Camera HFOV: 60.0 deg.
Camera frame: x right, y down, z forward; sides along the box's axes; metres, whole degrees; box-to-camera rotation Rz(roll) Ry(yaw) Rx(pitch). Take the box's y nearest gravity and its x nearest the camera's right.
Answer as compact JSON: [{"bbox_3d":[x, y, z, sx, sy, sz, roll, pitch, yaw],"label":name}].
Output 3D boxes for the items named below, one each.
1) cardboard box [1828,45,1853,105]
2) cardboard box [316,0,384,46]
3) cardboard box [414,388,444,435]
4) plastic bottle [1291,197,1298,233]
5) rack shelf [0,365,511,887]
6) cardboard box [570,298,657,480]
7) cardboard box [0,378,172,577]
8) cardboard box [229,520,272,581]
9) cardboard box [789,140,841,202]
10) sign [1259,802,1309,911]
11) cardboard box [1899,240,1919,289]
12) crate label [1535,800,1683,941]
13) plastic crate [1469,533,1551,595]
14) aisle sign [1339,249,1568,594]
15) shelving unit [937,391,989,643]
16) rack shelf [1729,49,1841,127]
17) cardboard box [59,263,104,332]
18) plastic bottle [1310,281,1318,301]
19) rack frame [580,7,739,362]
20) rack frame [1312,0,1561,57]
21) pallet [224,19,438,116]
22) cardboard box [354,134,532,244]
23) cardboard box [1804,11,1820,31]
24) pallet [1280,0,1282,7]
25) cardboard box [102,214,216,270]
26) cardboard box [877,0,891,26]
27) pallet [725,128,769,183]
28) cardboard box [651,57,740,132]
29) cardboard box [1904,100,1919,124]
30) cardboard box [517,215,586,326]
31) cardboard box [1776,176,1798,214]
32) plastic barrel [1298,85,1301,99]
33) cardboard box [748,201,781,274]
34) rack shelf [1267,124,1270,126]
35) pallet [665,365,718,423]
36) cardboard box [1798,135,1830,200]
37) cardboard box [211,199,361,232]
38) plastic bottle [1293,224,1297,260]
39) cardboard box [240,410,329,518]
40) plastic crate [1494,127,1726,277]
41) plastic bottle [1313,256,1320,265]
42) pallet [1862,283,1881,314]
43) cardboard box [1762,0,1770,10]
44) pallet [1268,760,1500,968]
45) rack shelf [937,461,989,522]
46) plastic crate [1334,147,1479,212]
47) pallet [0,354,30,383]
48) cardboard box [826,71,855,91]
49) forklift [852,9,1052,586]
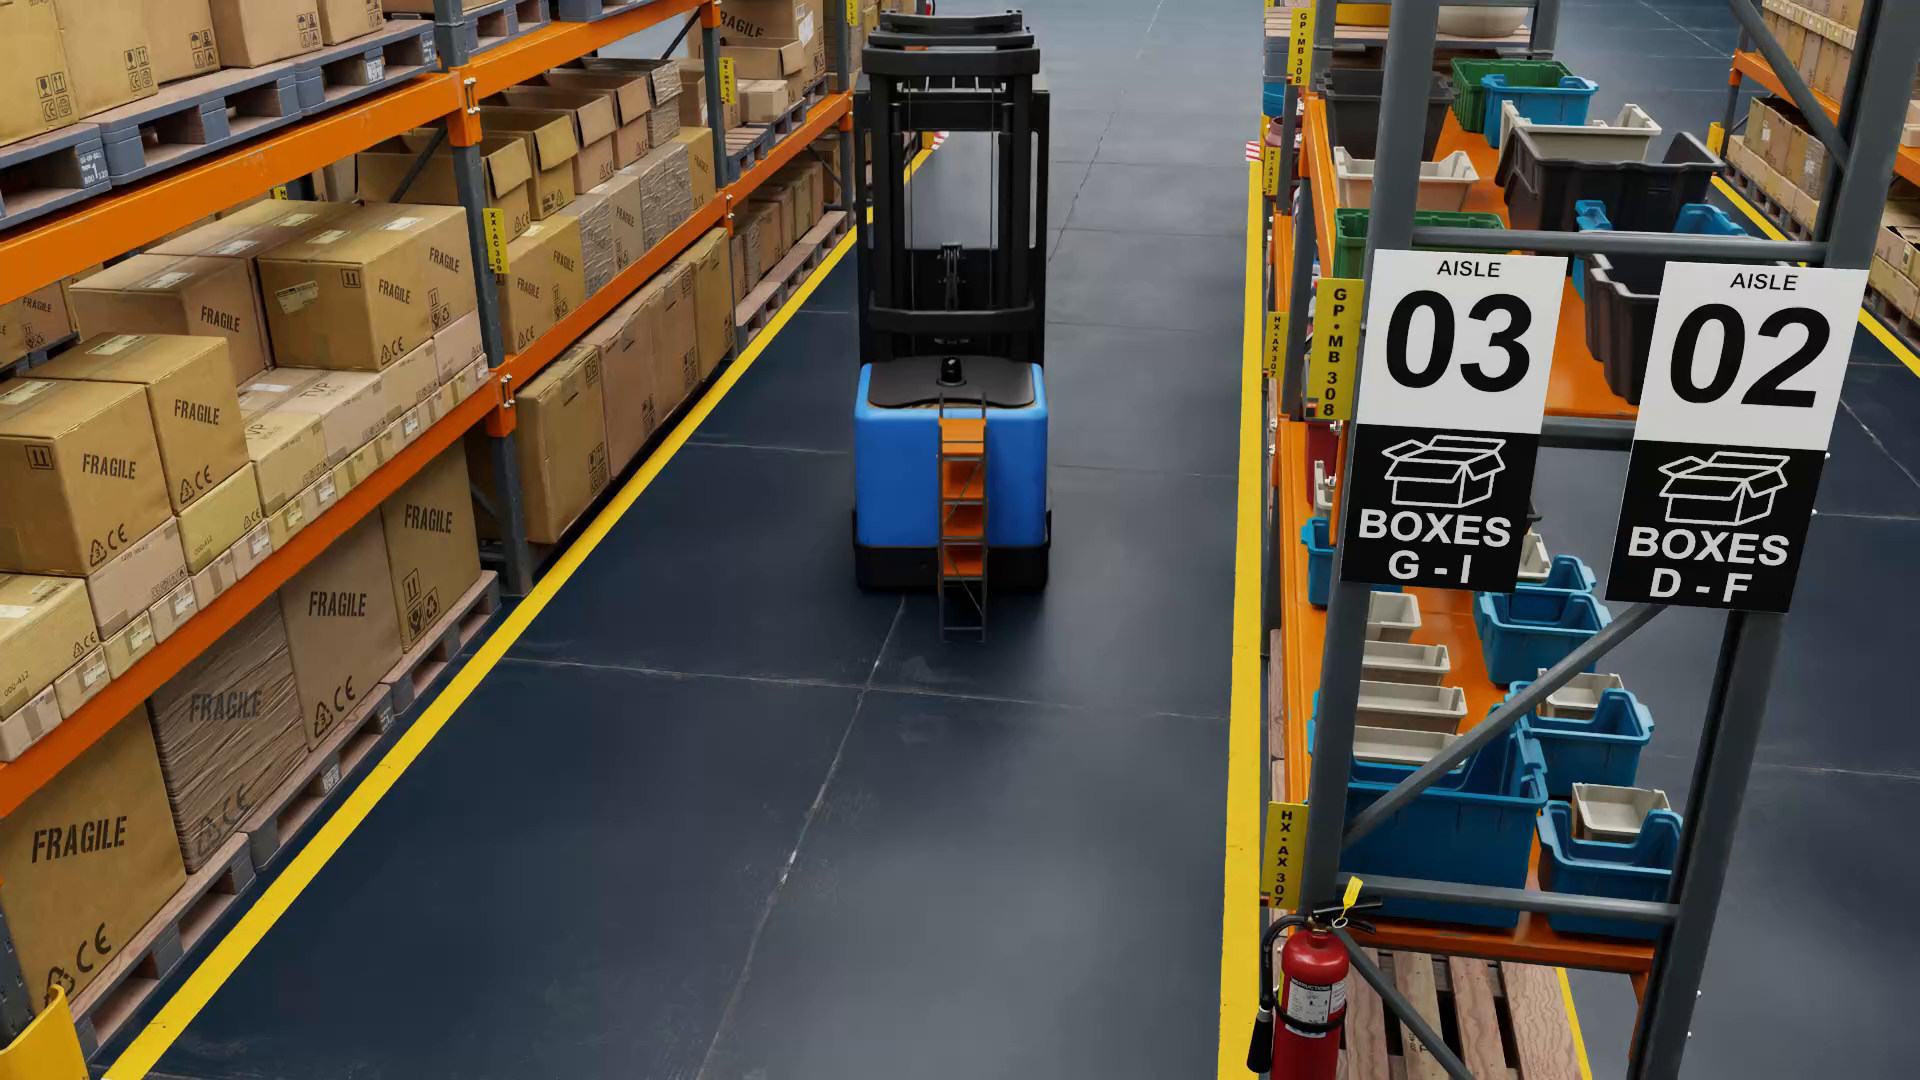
[{"bbox_3d":[8.371,-4.206,15.079,0.700,0.500,0.500,4,25,8],"label":"cardboard box"},{"bbox_3d":[-2.923,-2.404,7.077,0.700,0.500,0.500,3,25,5],"label":"cardboard box"},{"bbox_3d":[-2.665,-0.617,7.825,0.380,0.149,0.250,4,25,8],"label":"cardboard box"},{"bbox_3d":[2.250,-2.162,10.982,0.097,0.271,0.097,0,25,0],"label":"plastic bottle"},{"bbox_3d":[-3.182,0.067,6.918,1.077,0.370,4.000,4,25,9],"label":"rack shelf"},{"bbox_3d":[-2.625,-0.966,10.287,1.225,0.875,0.875,3,25,7],"label":"cardboard box"},{"bbox_3d":[-3.082,-0.220,5.624,0.500,0.500,0.500,3,25,7],"label":"cardboard box"},{"bbox_3d":[-2.917,0.027,6.449,0.380,0.149,0.250,4,25,8],"label":"cardboard box"},{"bbox_3d":[-1.442,-3.664,16.493,0.500,0.500,0.500,3,25,7],"label":"cardboard box"},{"bbox_3d":[0.833,0.815,4.278,0.100,0.325,0.005,4,25,9],"label":"sign"},{"bbox_3d":[7.662,-2.154,12.900,0.500,0.311,0.500,5,25,10],"label":"cardboard box"},{"bbox_3d":[1.743,0.889,4.440,0.416,0.233,0.303,4,25,9],"label":"crate label"},{"bbox_3d":[2.044,0.089,6.262,0.293,0.136,0.466,4,25,9],"label":"plastic crate"},{"bbox_3d":[1.077,-0.247,3.673,0.394,0.787,0.004,4,25,9],"label":"aisle sign"},{"bbox_3d":[0.013,-0.115,8.581,0.258,1.200,0.503,0,25,0],"label":"shelving unit"},{"bbox_3d":[8.552,-4.264,16.171,1.077,0.370,4.000,4,25,9],"label":"rack shelf"},{"bbox_3d":[-6.927,-1.919,12.765,0.500,0.500,0.500,4,25,8],"label":"cardboard box"},{"bbox_3d":[1.889,-1.215,8.865,0.144,0.351,0.185,4,25,9],"label":"plastic bottle"},{"bbox_3d":[-2.201,-2.769,12.127,1.000,3.000,0.127,4,25,9],"label":"rack frame"},{"bbox_3d":[2.032,-3.470,6.548,1.000,3.000,0.127,4,25,9],"label":"rack frame"},{"bbox_3d":[-2.999,-2.073,7.206,1.003,0.211,1.213,4,25,9],"label":"pallet"},{"bbox_3d":[-2.759,-1.863,8.891,0.797,0.503,0.637,3,25,7],"label":"cardboard box"},{"bbox_3d":[8.350,-4.974,15.954,0.380,0.149,0.250,4,25,9],"label":"cardboard box"},{"bbox_3d":[2.464,-3.385,10.129,1.003,0.211,1.213,4,25,9],"label":"pallet"},{"bbox_3d":[-6.890,-2.574,13.870,1.050,0.750,0.750,4,25,8],"label":"cardboard box"},{"bbox_3d":[-1.191,-5.435,17.353,0.875,0.500,0.500,4,25,9],"label":"cardboard box"},{"bbox_3d":[-2.190,-2.987,12.820,1.213,0.211,1.003,4,25,9],"label":"pallet"},{"bbox_3d":[-2.160,-3.473,13.018,0.700,0.500,0.500,8,26,16],"label":"cardboard box"},{"bbox_3d":[8.188,-3.477,13.816,0.500,0.250,0.500,6,26,12],"label":"cardboard box"},{"bbox_3d":[-2.452,-1.526,9.355,0.500,0.500,0.500,4,25,9],"label":"cardboard box"},{"bbox_3d":[8.244,-3.326,16.066,0.500,0.250,0.500,4,25,9],"label":"cardboard box"},{"bbox_3d":[2.776,-3.287,13.074,0.433,0.535,0.433,0,25,0],"label":"plastic barrel"},{"bbox_3d":[-1.947,-2.588,14.170,0.700,0.500,0.500,6,26,13],"label":"cardboard box"},{"bbox_3d":[3.666,-4.609,16.907,1.077,0.370,4.000,4,25,9],"label":"rack shelf"},{"bbox_3d":[-2.404,-1.181,12.024,1.003,0.211,1.213,4,25,9],"label":"pallet"},{"bbox_3d":[8.179,-3.456,15.458,0.500,0.500,0.500,4,25,9],"label":"cardboard box"},{"bbox_3d":[-3.185,-1.320,7.972,0.500,0.500,0.500,4,25,9],"label":"cardboard box"},{"bbox_3d":[2.115,-1.871,10.347,0.061,0.283,0.133,4,25,9],"label":"plastic bottle"},{"bbox_3d":[-2.919,-0.318,6.717,0.500,0.250,0.500,4,25,7],"label":"cardboard box"},{"bbox_3d":[1.899,-1.030,4.947,0.504,0.338,0.767,4,25,9],"label":"plastic crate"},{"bbox_3d":[2.053,-1.500,9.569,0.097,0.271,0.097,0,25,0],"label":"plastic bottle"},{"bbox_3d":[8.143,-2.180,14.158,1.003,0.211,1.213,4,25,9],"label":"pallet"},{"bbox_3d":[8.602,-5.616,17.328,0.380,0.149,0.250,4,25,8],"label":"cardboard box"},{"bbox_3d":[1.753,1.332,6.655,1.003,0.211,1.213,4,25,9],"label":"pallet"},{"bbox_3d":[0.013,-0.257,8.515,0.258,0.148,0.480,0,25,0],"label":"rack shelf"},{"bbox_3d":[1.471,-1.200,5.548,0.437,0.136,0.530,4,25,9],"label":"plastic crate"},{"bbox_3d":[-7.409,-1.056,11.757,1.003,0.211,1.213,4,25,9],"label":"pallet"},{"bbox_3d":[-1.215,-4.397,15.902,0.380,0.149,0.250,4,25,9],"label":"cardboard box"},{"bbox_3d":[-0.048,-1.651,9.820,1.130,2.935,3.031,0,25,0],"label":"forklift"}]
